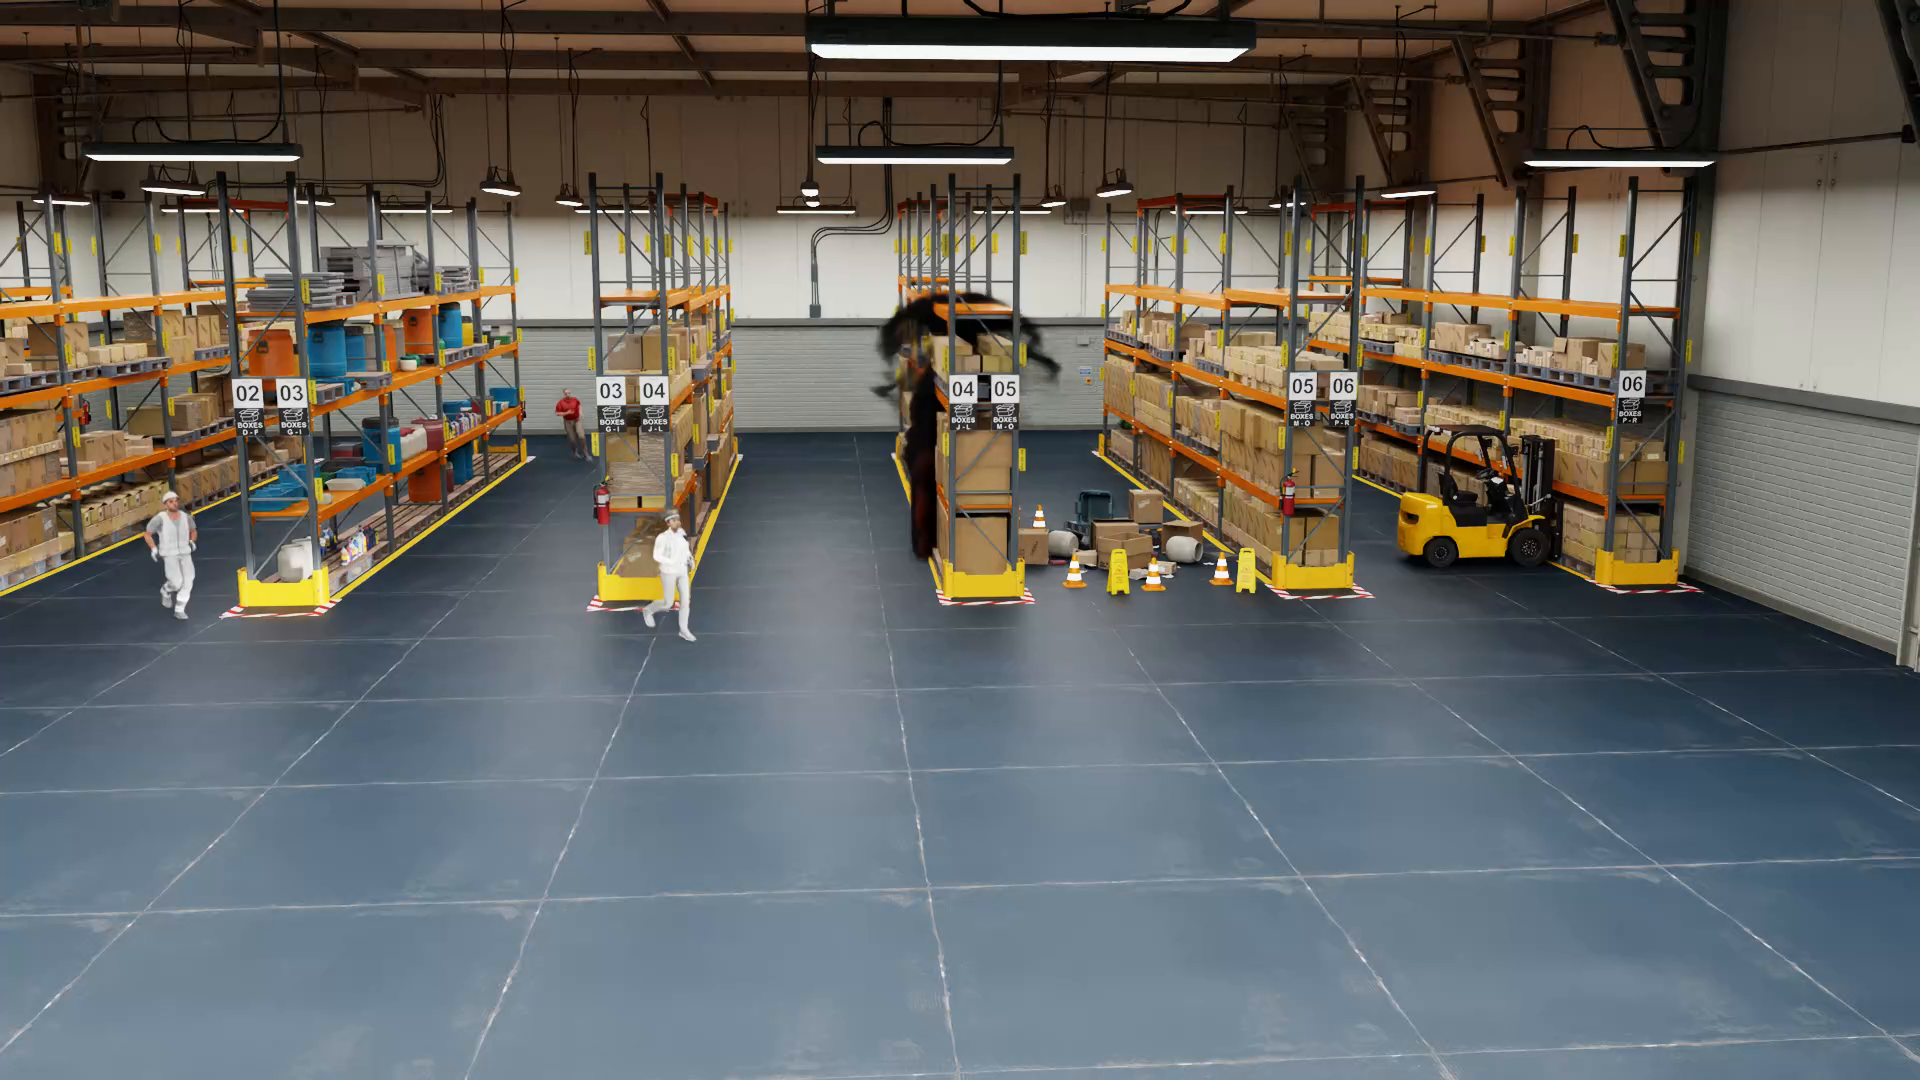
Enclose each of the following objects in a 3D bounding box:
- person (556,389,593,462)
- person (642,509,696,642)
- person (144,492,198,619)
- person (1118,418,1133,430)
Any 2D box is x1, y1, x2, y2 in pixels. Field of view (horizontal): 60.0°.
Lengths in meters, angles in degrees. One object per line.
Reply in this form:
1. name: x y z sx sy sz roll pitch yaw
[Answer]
1. person: -9.163 -2.717 39.247 0.781 1.733 0.788 -5 11 -27
2. person: -3.727 0.425 21.512 0.859 1.702 0.625 9 13 41
3. person: -10.630 0.209 22.547 0.597 1.740 0.657 9 14 43
4. person: 4.223 -3.169 41.504 0.687 1.738 0.686 5 11 27
